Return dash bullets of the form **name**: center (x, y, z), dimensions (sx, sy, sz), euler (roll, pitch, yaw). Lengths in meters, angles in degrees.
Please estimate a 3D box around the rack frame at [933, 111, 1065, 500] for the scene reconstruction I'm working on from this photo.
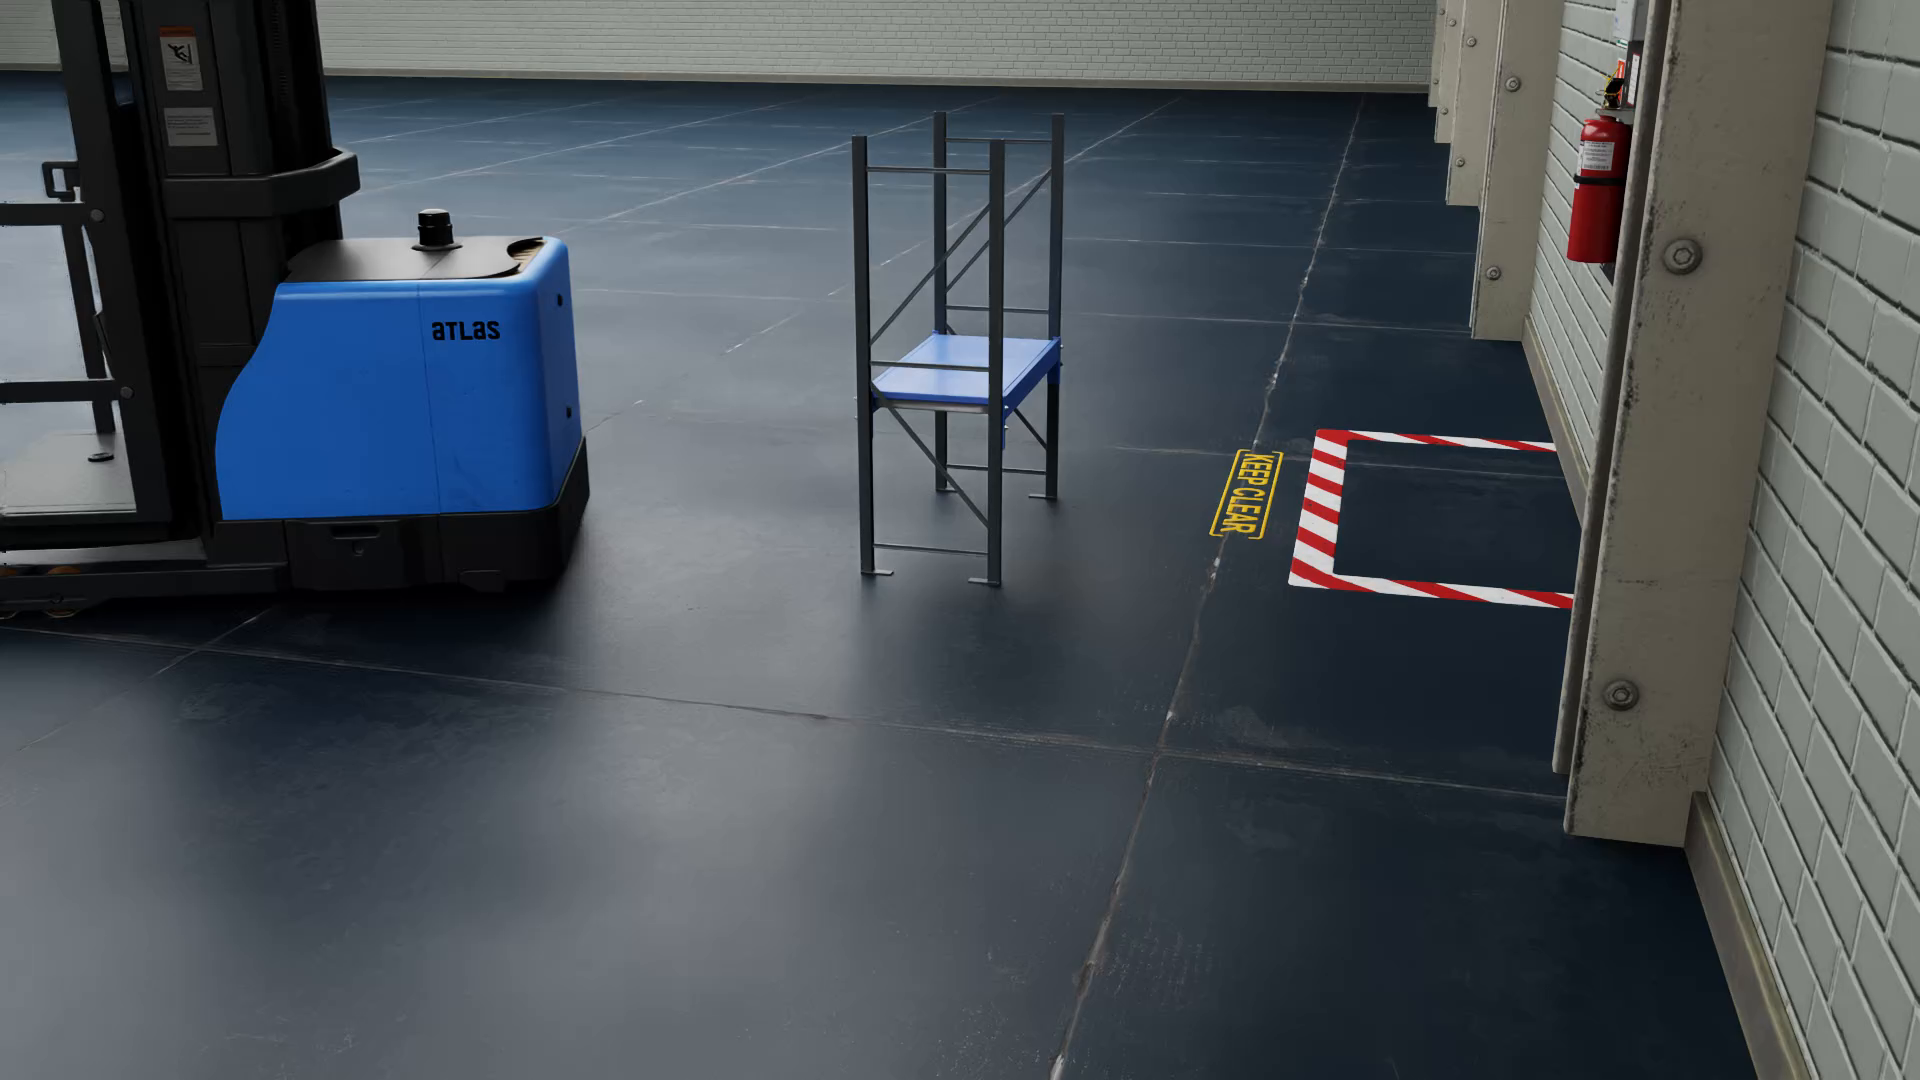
- **rack frame**: center (0.145, -0.896, 6.490), dimensions (0.500, 1.500, 0.032), euler (5, 19, 13)

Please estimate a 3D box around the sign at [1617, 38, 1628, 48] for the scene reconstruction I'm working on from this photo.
- **sign**: center (2.549, -1.953, 6.388), dimensions (0.001, 0.109, 0.331), euler (5, 19, 13)

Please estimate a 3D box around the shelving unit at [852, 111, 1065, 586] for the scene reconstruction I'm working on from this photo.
- **shelving unit**: center (0.021, -0.736, 6.023), dimensions (0.538, 1.500, 1.048), euler (5, 19, 13)

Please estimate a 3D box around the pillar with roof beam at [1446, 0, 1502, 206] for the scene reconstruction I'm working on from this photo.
- **pillar with roof beam**: center (0.440, -7.689, 14.777), dimensions (9.100, 9.000, 0.400), euler (5, 19, 13)

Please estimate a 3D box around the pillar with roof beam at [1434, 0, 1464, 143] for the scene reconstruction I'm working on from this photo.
- **pillar with roof beam**: center (1.906, -9.570, 20.283), dimensions (9.100, 9.000, 0.400), euler (5, 19, 13)

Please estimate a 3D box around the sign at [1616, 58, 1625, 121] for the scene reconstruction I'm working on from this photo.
- **sign**: center (2.559, -1.703, 6.476), dimensions (0.001, 0.329, 0.234), euler (5, 19, 13)

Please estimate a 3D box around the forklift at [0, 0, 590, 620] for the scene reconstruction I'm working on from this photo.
- **forklift**: center (-2.903, -1.305, 5.474), dimensions (3.031, 2.935, 1.130), euler (-2, 19, -6)

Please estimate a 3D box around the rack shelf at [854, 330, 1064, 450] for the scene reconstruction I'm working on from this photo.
- **rack shelf**: center (0.021, -0.566, 6.082), dimensions (0.538, 0.185, 1.000), euler (5, 19, 13)

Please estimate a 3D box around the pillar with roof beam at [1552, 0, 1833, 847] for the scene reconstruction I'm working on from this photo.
- **pillar with roof beam**: center (-2.492, -3.928, 3.765), dimensions (9.100, 9.000, 0.400), euler (5, 19, 13)

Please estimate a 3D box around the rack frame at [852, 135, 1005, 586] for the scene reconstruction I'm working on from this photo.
- **rack frame**: center (-0.103, -0.577, 5.557), dimensions (0.500, 1.500, 0.032), euler (5, 19, 13)

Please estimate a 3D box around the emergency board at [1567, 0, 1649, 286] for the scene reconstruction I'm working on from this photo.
- **emergency board**: center (2.324, -1.520, 5.998), dimensions (0.194, 1.169, 0.643), euler (5, 19, 13)

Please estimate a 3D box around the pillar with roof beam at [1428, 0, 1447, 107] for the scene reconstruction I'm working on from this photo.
- **pillar with roof beam**: center (3.372, -11.450, 25.789), dimensions (9.100, 9.000, 0.400), euler (5, 19, 13)

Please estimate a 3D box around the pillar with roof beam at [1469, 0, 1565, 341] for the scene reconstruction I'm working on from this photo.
- **pillar with roof beam**: center (-1.026, -5.808, 9.271), dimensions (9.100, 9.000, 0.400), euler (5, 19, 13)
